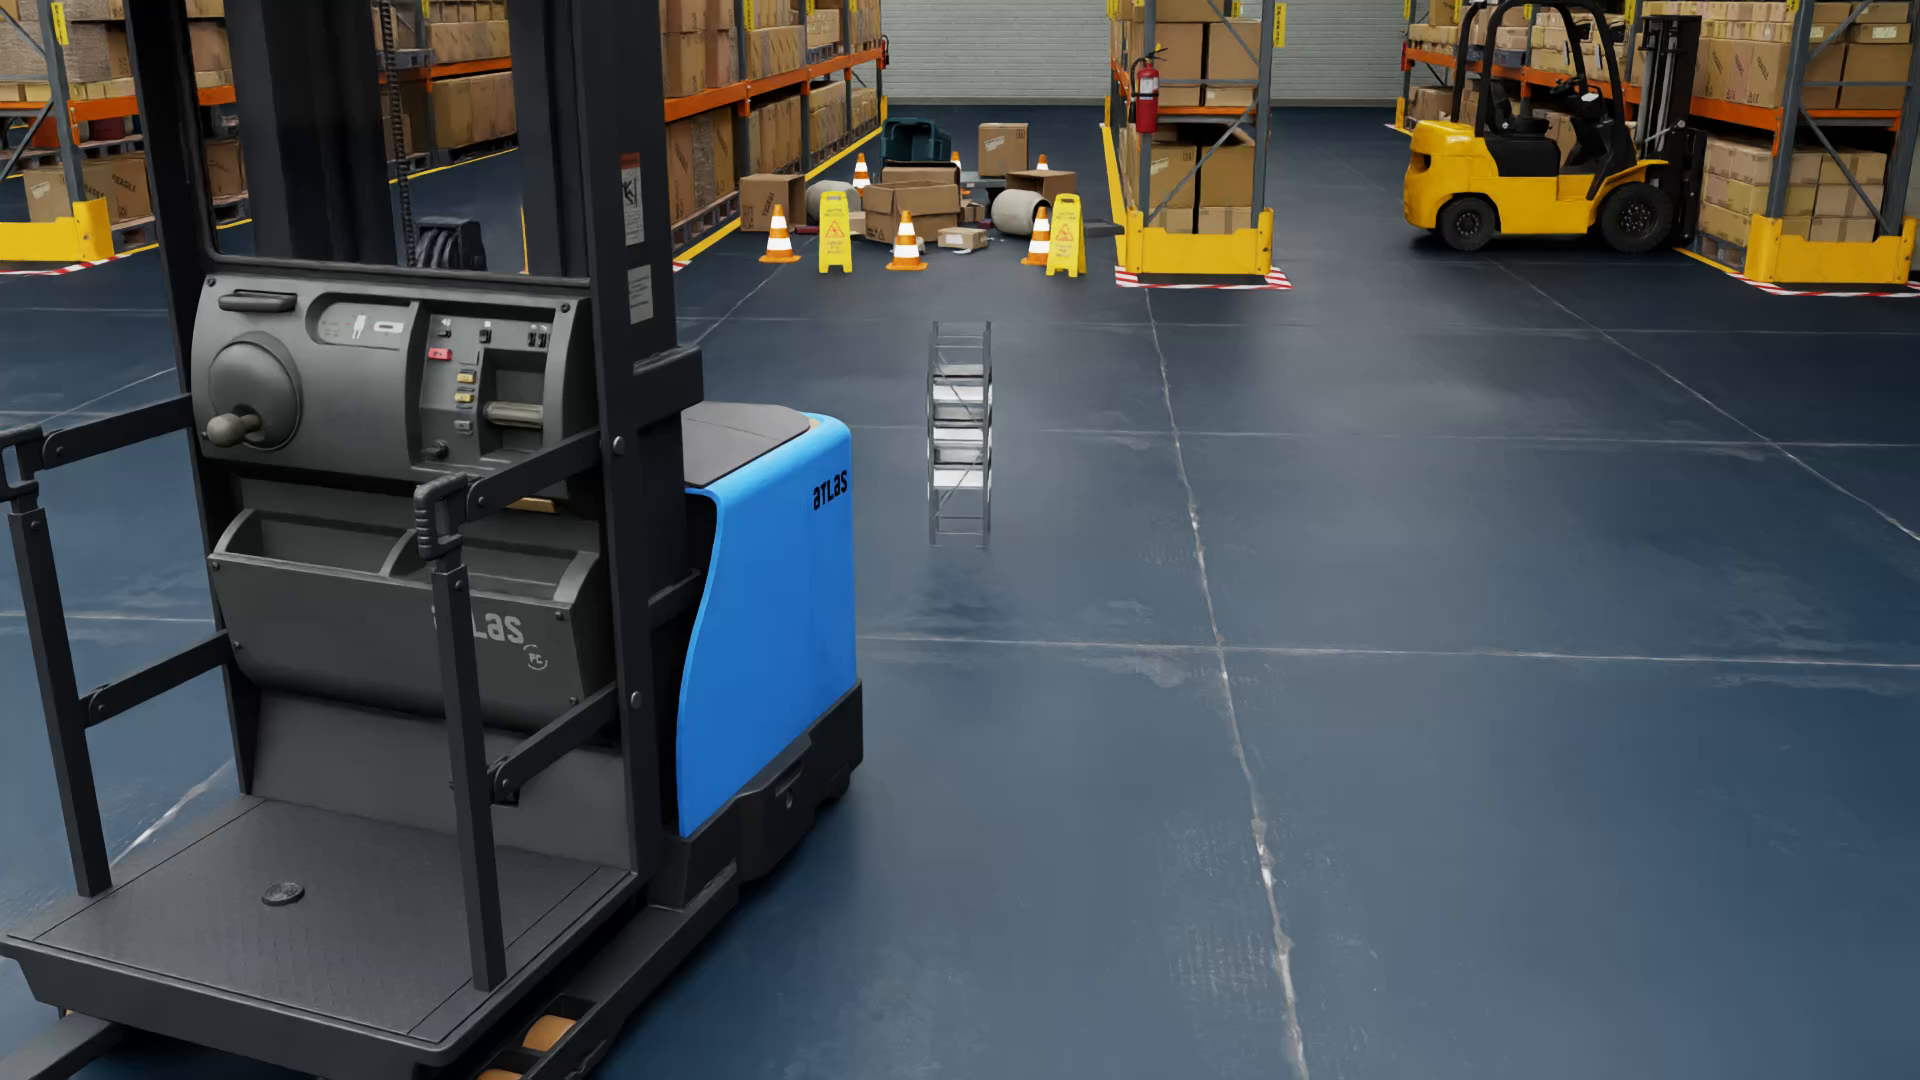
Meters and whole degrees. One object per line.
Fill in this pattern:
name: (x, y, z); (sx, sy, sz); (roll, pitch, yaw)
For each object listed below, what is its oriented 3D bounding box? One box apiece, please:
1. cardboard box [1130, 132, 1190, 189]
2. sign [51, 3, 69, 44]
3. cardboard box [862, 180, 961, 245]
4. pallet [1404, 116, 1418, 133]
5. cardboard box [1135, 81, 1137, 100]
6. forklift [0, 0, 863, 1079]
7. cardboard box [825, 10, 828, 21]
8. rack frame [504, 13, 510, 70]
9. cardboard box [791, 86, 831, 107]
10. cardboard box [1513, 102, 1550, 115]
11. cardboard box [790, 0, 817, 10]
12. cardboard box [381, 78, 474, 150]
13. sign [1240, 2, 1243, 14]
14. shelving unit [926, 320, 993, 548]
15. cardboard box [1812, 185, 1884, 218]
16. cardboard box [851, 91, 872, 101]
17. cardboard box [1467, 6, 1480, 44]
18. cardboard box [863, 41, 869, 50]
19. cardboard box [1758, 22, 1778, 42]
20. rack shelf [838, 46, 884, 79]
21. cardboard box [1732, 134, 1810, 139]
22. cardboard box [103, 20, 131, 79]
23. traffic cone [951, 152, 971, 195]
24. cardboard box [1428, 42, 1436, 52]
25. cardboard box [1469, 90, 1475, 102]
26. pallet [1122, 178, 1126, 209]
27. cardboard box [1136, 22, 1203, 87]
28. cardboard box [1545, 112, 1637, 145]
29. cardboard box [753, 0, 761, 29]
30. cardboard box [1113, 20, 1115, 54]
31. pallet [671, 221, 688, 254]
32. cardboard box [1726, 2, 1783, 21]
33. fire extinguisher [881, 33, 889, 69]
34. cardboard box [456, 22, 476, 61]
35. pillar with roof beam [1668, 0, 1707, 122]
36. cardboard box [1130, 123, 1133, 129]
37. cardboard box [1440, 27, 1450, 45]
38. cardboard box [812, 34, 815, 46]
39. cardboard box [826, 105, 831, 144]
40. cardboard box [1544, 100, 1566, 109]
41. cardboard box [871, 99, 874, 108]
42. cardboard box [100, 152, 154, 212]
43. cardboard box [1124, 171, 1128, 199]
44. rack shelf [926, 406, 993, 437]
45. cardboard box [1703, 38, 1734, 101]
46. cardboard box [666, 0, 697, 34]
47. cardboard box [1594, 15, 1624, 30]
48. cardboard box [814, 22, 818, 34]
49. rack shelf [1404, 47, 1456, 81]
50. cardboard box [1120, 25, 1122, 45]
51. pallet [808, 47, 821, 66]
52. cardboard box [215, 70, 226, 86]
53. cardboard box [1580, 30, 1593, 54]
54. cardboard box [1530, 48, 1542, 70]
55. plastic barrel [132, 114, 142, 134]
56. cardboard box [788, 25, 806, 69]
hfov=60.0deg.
cardboard box: (1.820, -3.443, 15.150); (0.500, 0.500, 0.500); (1, 18, 3)
sign: (-7.398, -4.241, 13.658); (0.100, 0.325, 0.005); (1, 18, 4)
cardboard box: (-0.454, -3.036, 15.380); (0.797, 0.503, 0.637); (-13, 22, -34)
pallet: (7.982, -6.883, 27.591); (1.003, 0.211, 1.213); (1, 18, 4)
cardboard box: (1.695, -3.863, 14.298); (0.380, 0.149, 0.250); (2, 18, 5)
forklift: (-1.268, -0.334, 3.234); (1.130, 2.935, 3.031); (7, 19, 19)
cardboard box: (-2.051, -7.339, 23.276); (0.380, 0.149, 0.250); (1, 18, 2)
rack frame: (-7.079, -7.568, 25.203); (1.000, 3.000, 0.127); (1, 18, 4)
cardboard box: (-2.050, -6.072, 22.771); (0.500, 0.250, 0.500); (1, 18, 4)
cardboard box: (7.253, -5.474, 21.110); (0.380, 0.149, 0.250); (0, 18, 1)
cardboard box: (-2.375, -8.242, 25.016); (0.500, 0.500, 0.500); (1, 18, 2)
cardboard box: (-7.295, -5.730, 22.330); (1.225, 0.875, 0.875); (0, 18, 1)
sign: (5.518, -10.707, 33.456); (0.339, 0.242, 0.001); (1, 18, 4)
shelving unit: (0.001, -0.430, 6.791); (0.258, 0.900, 0.210); (1, 18, 4)
cardboard box: (7.138, -2.782, 13.536); (0.500, 0.250, 0.500); (2, 18, 5)
cardboard box: (-1.650, -7.302, 27.340); (0.380, 0.149, 0.250); (2, 18, 6)
cardboard box: (7.462, -7.179, 23.178); (0.700, 0.500, 0.500); (1, 18, 5)
cardboard box: (-1.695, -8.126, 27.309); (0.380, 0.149, 0.250); (0, 18, 1)
cardboard box: (6.631, -4.060, 13.295); (0.380, 0.149, 0.250); (2, 18, 5)
rack shelf: (-1.995, -7.706, 26.777); (1.077, 0.370, 4.000); (1, 18, 4)
cardboard box: (7.242, -3.493, 14.902); (0.500, 0.250, 0.500); (1, 18, 3)
cardboard box: (-7.956, -4.358, 14.769); (0.875, 0.500, 0.500); (1, 18, 4)
traffic cone: (-0.052, -4.186, 18.954); (0.336, 0.463, 0.334); (1, 18, 4)
cardboard box: (7.606, -7.783, 26.263); (0.380, 0.149, 0.250); (2, 18, 5)
cardboard box: (7.523, -6.364, 23.827); (0.380, 0.149, 0.250); (1, 18, 2)
pallet: (2.287, -3.779, 18.118); (1.003, 0.211, 1.213); (1, 18, 4)
cardboard box: (1.710, -3.984, 13.625); (0.500, 0.500, 0.500); (1, 18, 3)
cardboard box: (7.373, -4.670, 19.496); (0.875, 0.625, 0.625); (2, 18, 6)
cardboard box: (-2.611, -5.935, 18.453); (0.700, 0.500, 0.500); (1, 18, 4)
cardboard box: (2.615, -7.704, 25.458); (0.500, 0.500, 0.500); (1, 18, 3)
pallet: (-3.020, -2.624, 14.593); (1.003, 0.211, 1.213); (1, 18, 4)
cardboard box: (6.691, -4.442, 13.982); (0.380, 0.149, 0.250); (2, 18, 5)
fire extinguisher: (-1.374, -8.523, 28.838); (0.296, 0.674, 0.183); (1, 18, 4)
cardboard box: (-6.991, -6.838, 22.813); (0.500, 0.500, 0.500); (1, 18, 3)
pillar with roof beam: (3.982, -8.517, 18.464); (9.100, 9.000, 0.400); (1, 18, 4)
cardboard box: (1.801, -3.962, 15.693); (0.380, 0.149, 0.250); (2, 18, 7)
cardboard box: (7.571, -7.627, 25.146); (0.500, 0.250, 0.500); (1, 18, 4)
cardboard box: (-2.136, -6.650, 22.128); (0.380, 0.149, 0.250); (2, 18, 6)
cardboard box: (-2.056, -5.725, 22.919); (0.500, 0.500, 0.500); (1, 18, 3)
cardboard box: (7.802, -5.631, 21.589); (0.380, 0.149, 0.250); (2, 18, 5)
cardboard box: (-1.641, -7.323, 27.881); (0.380, 0.149, 0.250); (1, 18, 2)
cardboard box: (-7.805, -3.427, 15.905); (0.500, 0.500, 0.500); (3, 18, 9)
cardboard box: (1.921, -3.578, 16.767); (0.500, 0.250, 0.500); (0, 18, 1)
rack shelf: (0.001, -0.484, 6.773); (0.258, 0.077, 0.200); (1, 18, 4)
cardboard box: (6.753, -4.037, 14.265); (0.500, 0.500, 0.500); (1, 18, 3)
cardboard box: (-2.811, -4.742, 14.602); (0.875, 0.550, 0.550); (1, 18, 4)
cardboard box: (7.025, -5.540, 17.810); (0.380, 0.149, 0.250); (1, 18, 3)
cardboard box: (-2.121, -6.874, 22.336); (0.380, 0.149, 0.250); (1, 18, 4)
rack shelf: (7.900, -7.517, 26.201); (1.077, 0.370, 4.000); (1, 18, 4)
cardboard box: (2.300, -6.427, 21.159); (0.500, 0.250, 0.500); (1, 18, 4)
pallet: (-2.481, -6.317, 21.691); (1.213, 0.211, 1.003); (1, 18, 4)
cardboard box: (-7.536, -4.582, 16.494); (0.380, 0.149, 0.250); (1, 18, 4)
cardboard box: (7.036, -5.396, 18.011); (0.500, 0.250, 0.500); (2, 18, 5)
cardboard box: (7.195, -5.792, 20.022); (0.500, 0.250, 0.500); (1, 18, 4)
plastic barrel: (-12.126, -6.493, 24.616); (0.600, 0.901, 0.708); (1, 18, 4)
cardboard box: (-2.190, -6.086, 20.517); (0.500, 0.500, 0.500); (1, 18, 4)
